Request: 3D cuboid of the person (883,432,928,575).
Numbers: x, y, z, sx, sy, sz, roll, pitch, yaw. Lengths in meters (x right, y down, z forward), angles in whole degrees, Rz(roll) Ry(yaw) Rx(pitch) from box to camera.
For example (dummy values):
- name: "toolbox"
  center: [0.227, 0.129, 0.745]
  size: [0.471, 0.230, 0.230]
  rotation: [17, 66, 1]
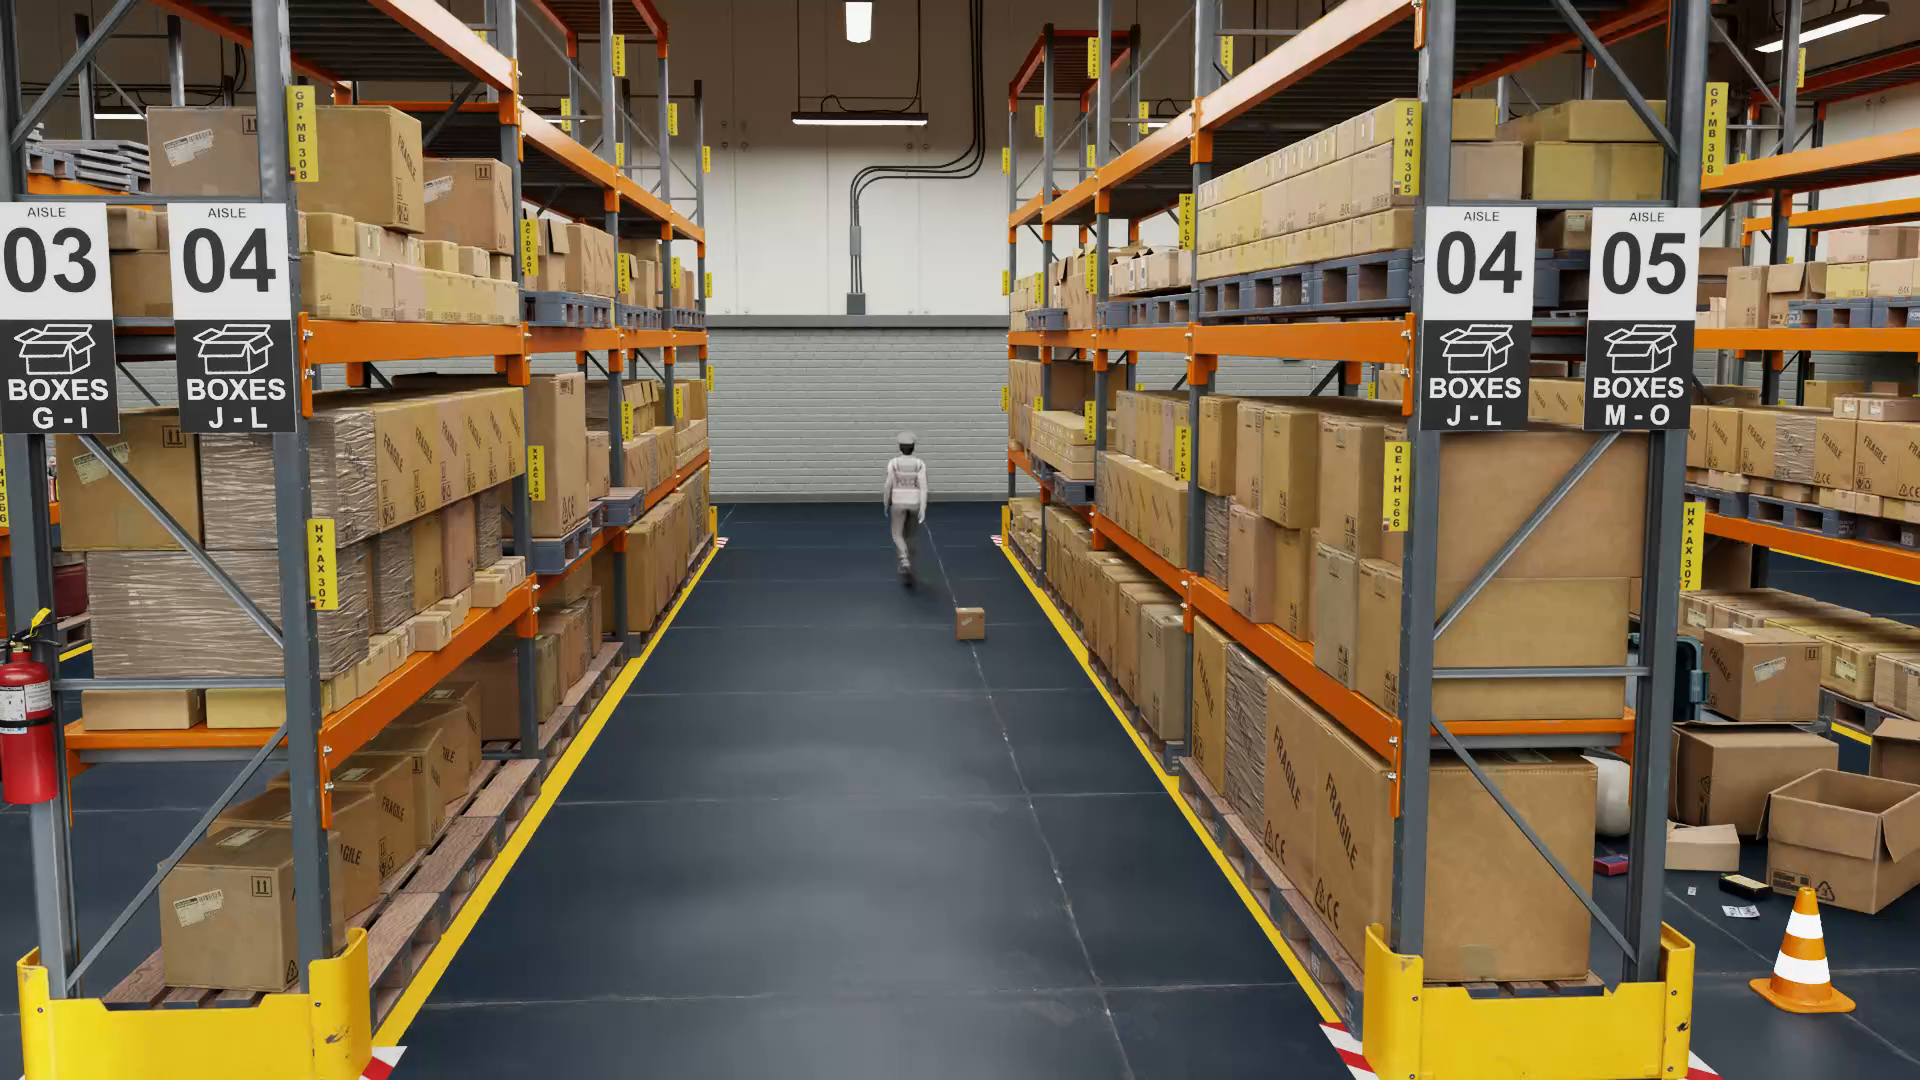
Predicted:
- name: "person"
  center: [-0.615, -0.396, 18.800]
  size: [0.477, 1.645, 0.949]
  rotation: [-2, 7, -13]
